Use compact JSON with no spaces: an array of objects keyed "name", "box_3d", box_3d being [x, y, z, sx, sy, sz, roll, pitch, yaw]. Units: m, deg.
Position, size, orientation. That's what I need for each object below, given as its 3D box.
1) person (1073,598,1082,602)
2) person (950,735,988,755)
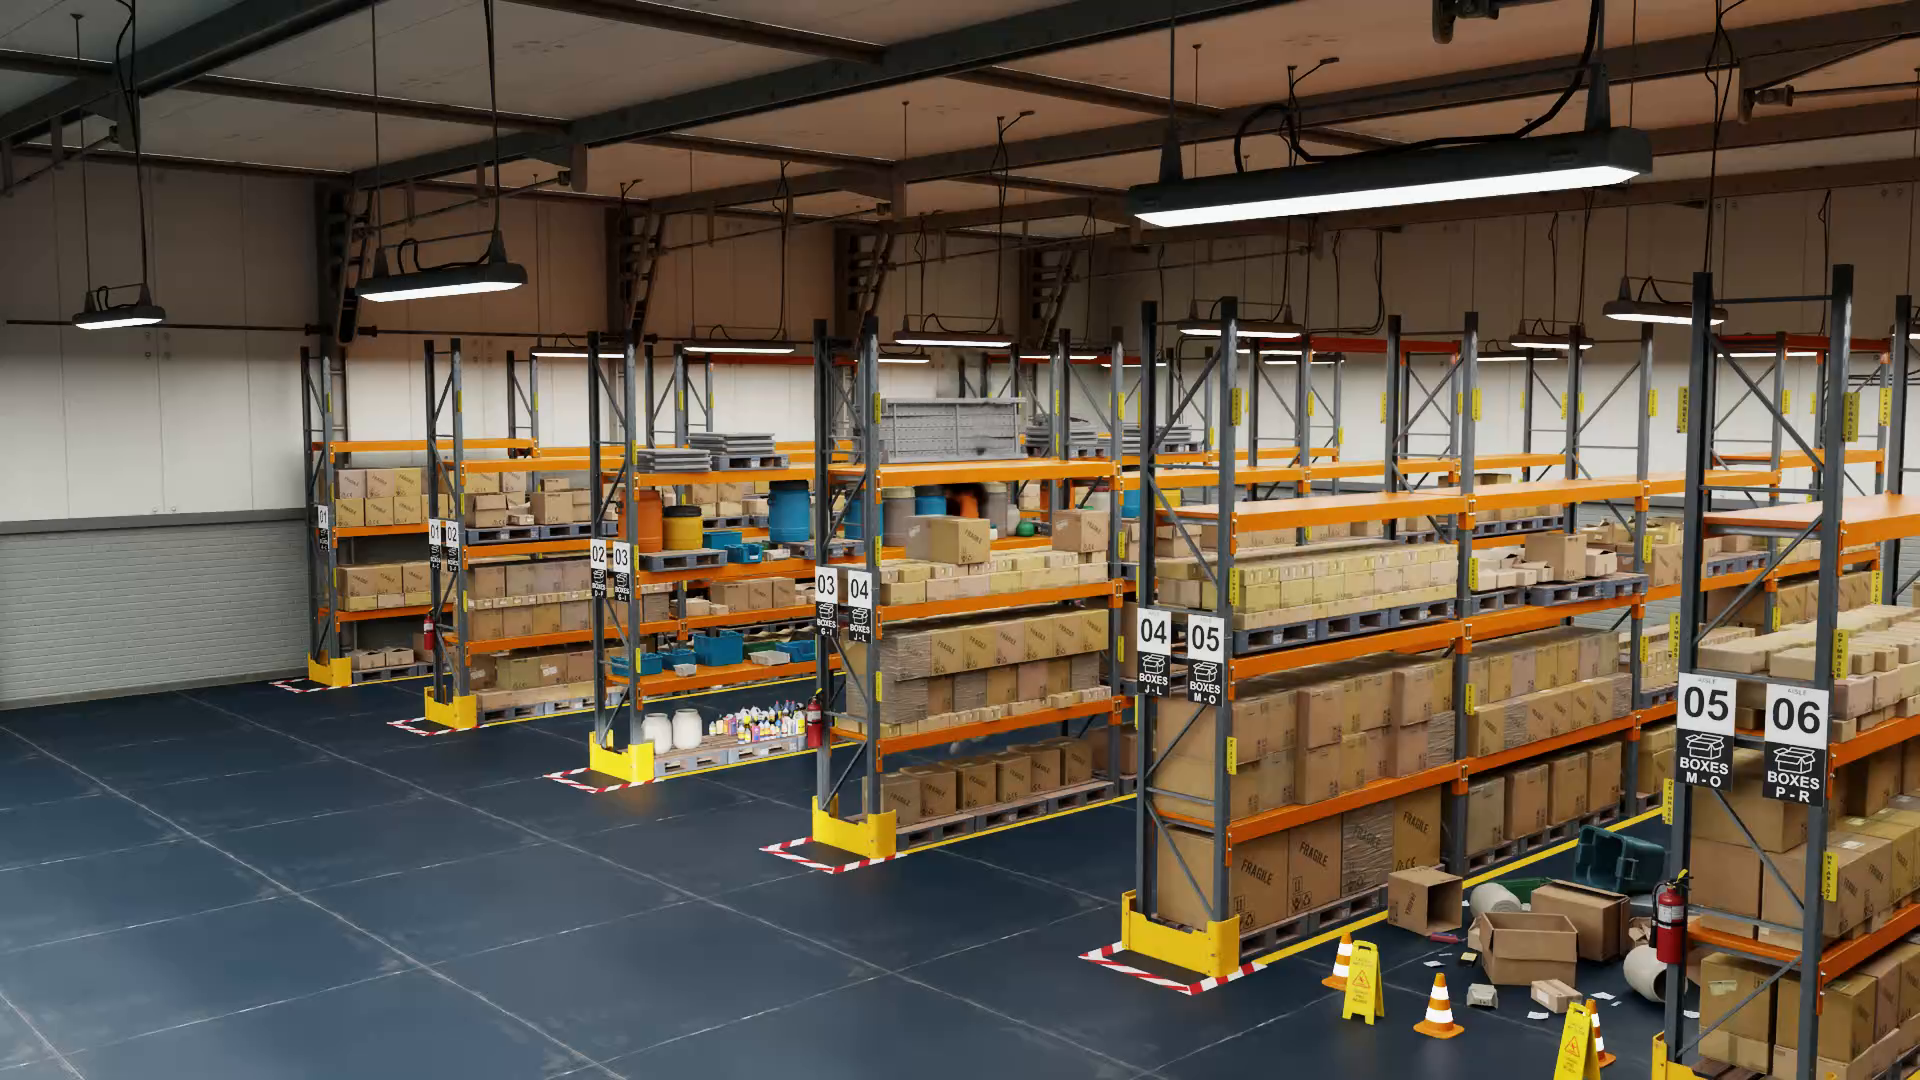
[{"name":"person","box_3d":[2.487,1.386,32.806,0.706,1.793,1.048,4,6,39]},{"name":"person","box_3d":[0.095,2.031,22.964,0.631,1.862,0.728,3,6,32]}]
